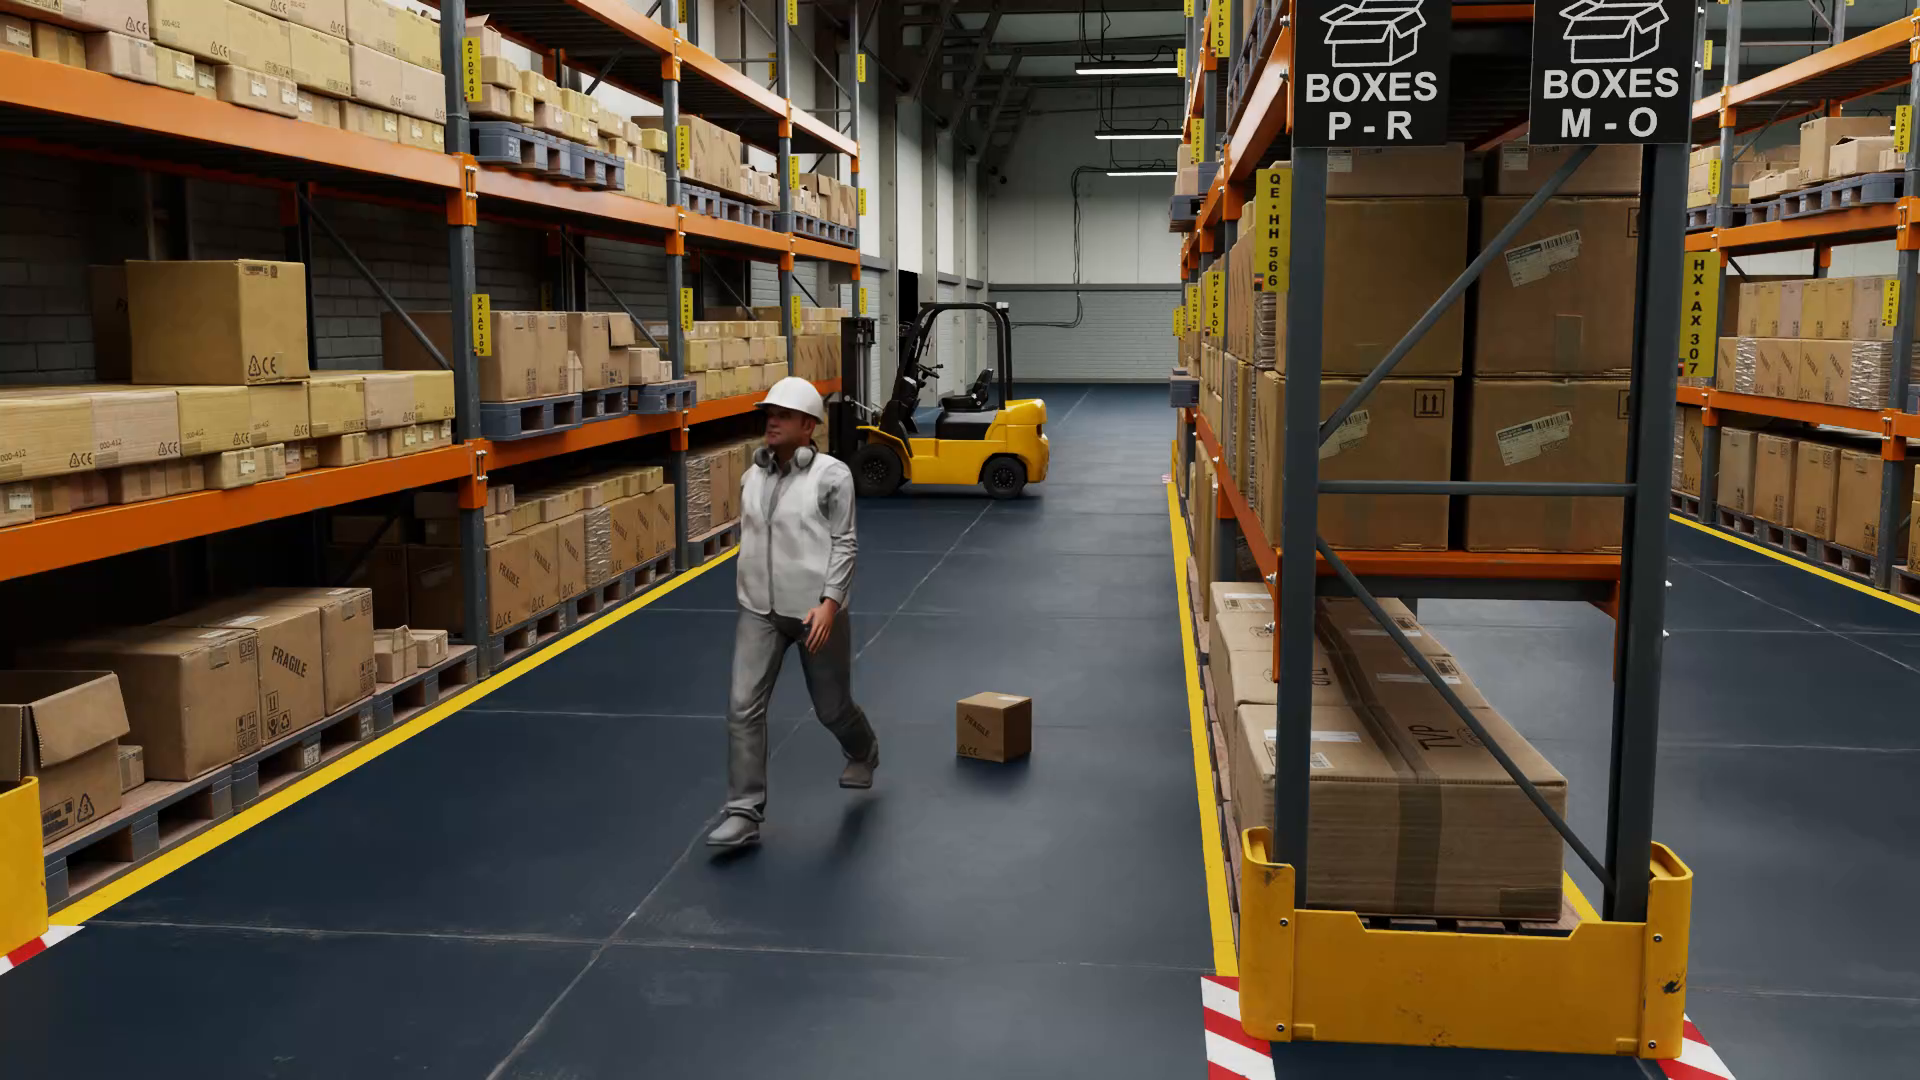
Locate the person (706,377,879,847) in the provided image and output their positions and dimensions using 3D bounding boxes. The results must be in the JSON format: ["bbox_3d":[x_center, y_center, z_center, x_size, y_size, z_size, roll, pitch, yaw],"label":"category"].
[{"bbox_3d":[-0.629,0.245,6.363,0.550,1.726,1.039,3,8,21],"label":"person"}]
